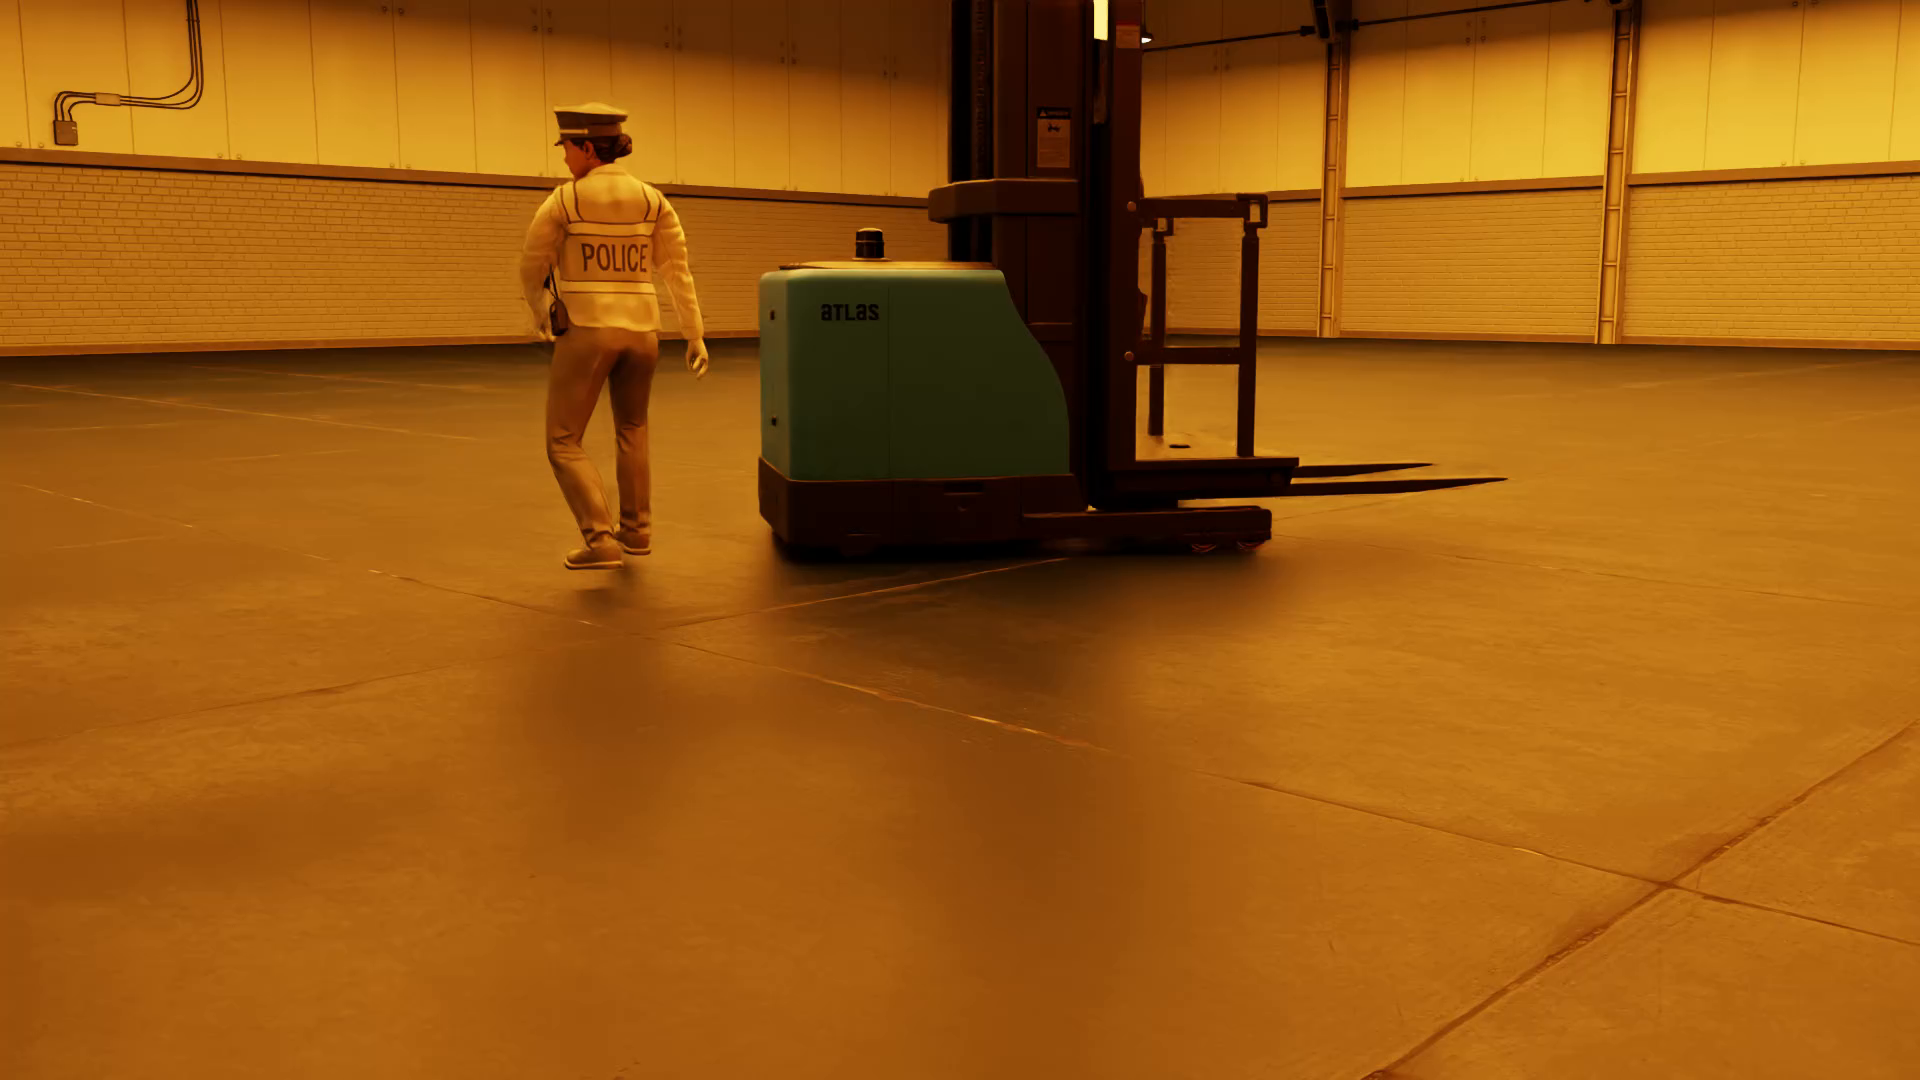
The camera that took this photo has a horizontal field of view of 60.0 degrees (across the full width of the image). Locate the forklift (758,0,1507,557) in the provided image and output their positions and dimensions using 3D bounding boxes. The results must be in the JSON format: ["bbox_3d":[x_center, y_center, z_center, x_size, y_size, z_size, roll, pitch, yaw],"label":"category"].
[{"bbox_3d":[0.731,-1.479,6.699,3.031,2.935,1.130,-2,9,-14],"label":"forklift"}]

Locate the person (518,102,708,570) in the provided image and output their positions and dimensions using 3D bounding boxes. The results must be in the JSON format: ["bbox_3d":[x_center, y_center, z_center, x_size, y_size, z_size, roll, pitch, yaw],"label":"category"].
[{"bbox_3d":[-1.207,-0.714,5.859,0.626,1.584,0.707,-7,11,-40],"label":"person"}]
